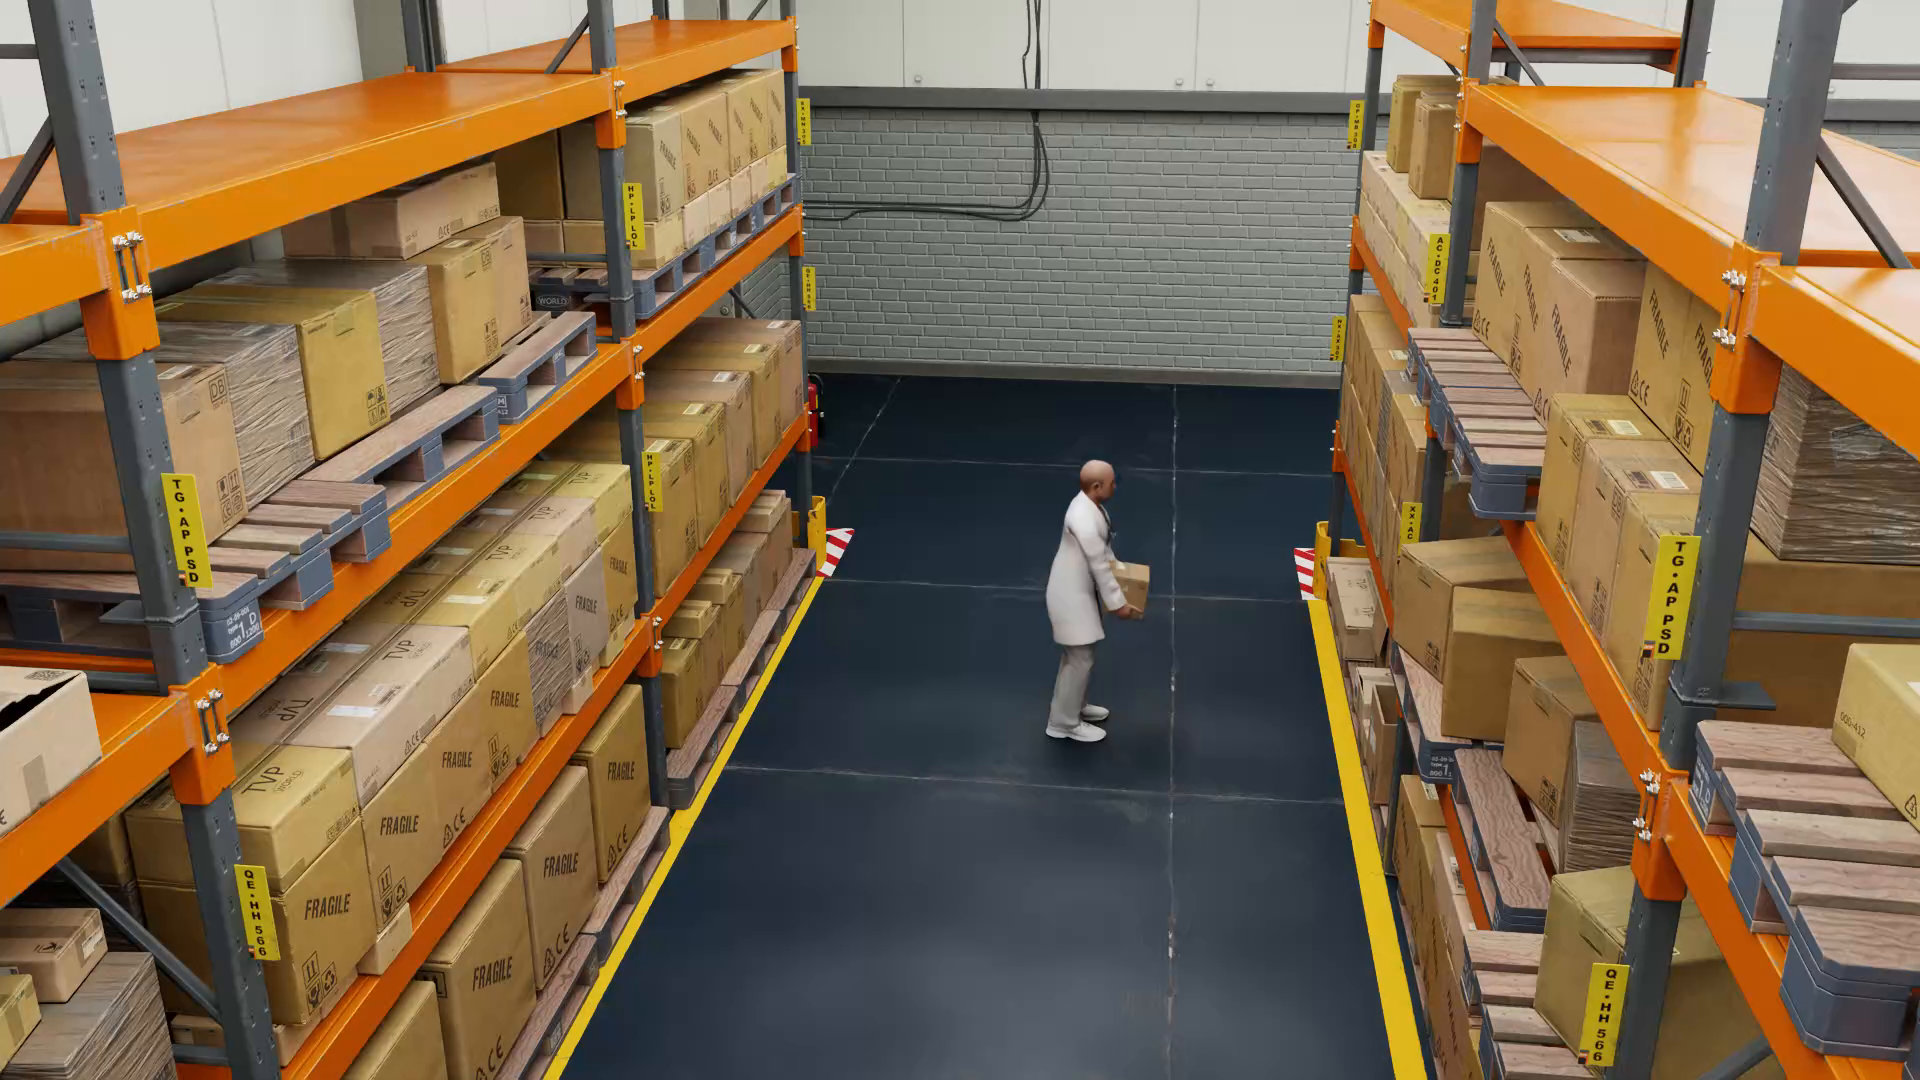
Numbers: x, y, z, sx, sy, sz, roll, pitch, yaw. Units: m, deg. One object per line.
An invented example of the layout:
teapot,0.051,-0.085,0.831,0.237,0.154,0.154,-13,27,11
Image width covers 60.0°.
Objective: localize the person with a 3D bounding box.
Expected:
person,0.818,0.363,10.172,0.584,1.770,0.528,2,21,5
